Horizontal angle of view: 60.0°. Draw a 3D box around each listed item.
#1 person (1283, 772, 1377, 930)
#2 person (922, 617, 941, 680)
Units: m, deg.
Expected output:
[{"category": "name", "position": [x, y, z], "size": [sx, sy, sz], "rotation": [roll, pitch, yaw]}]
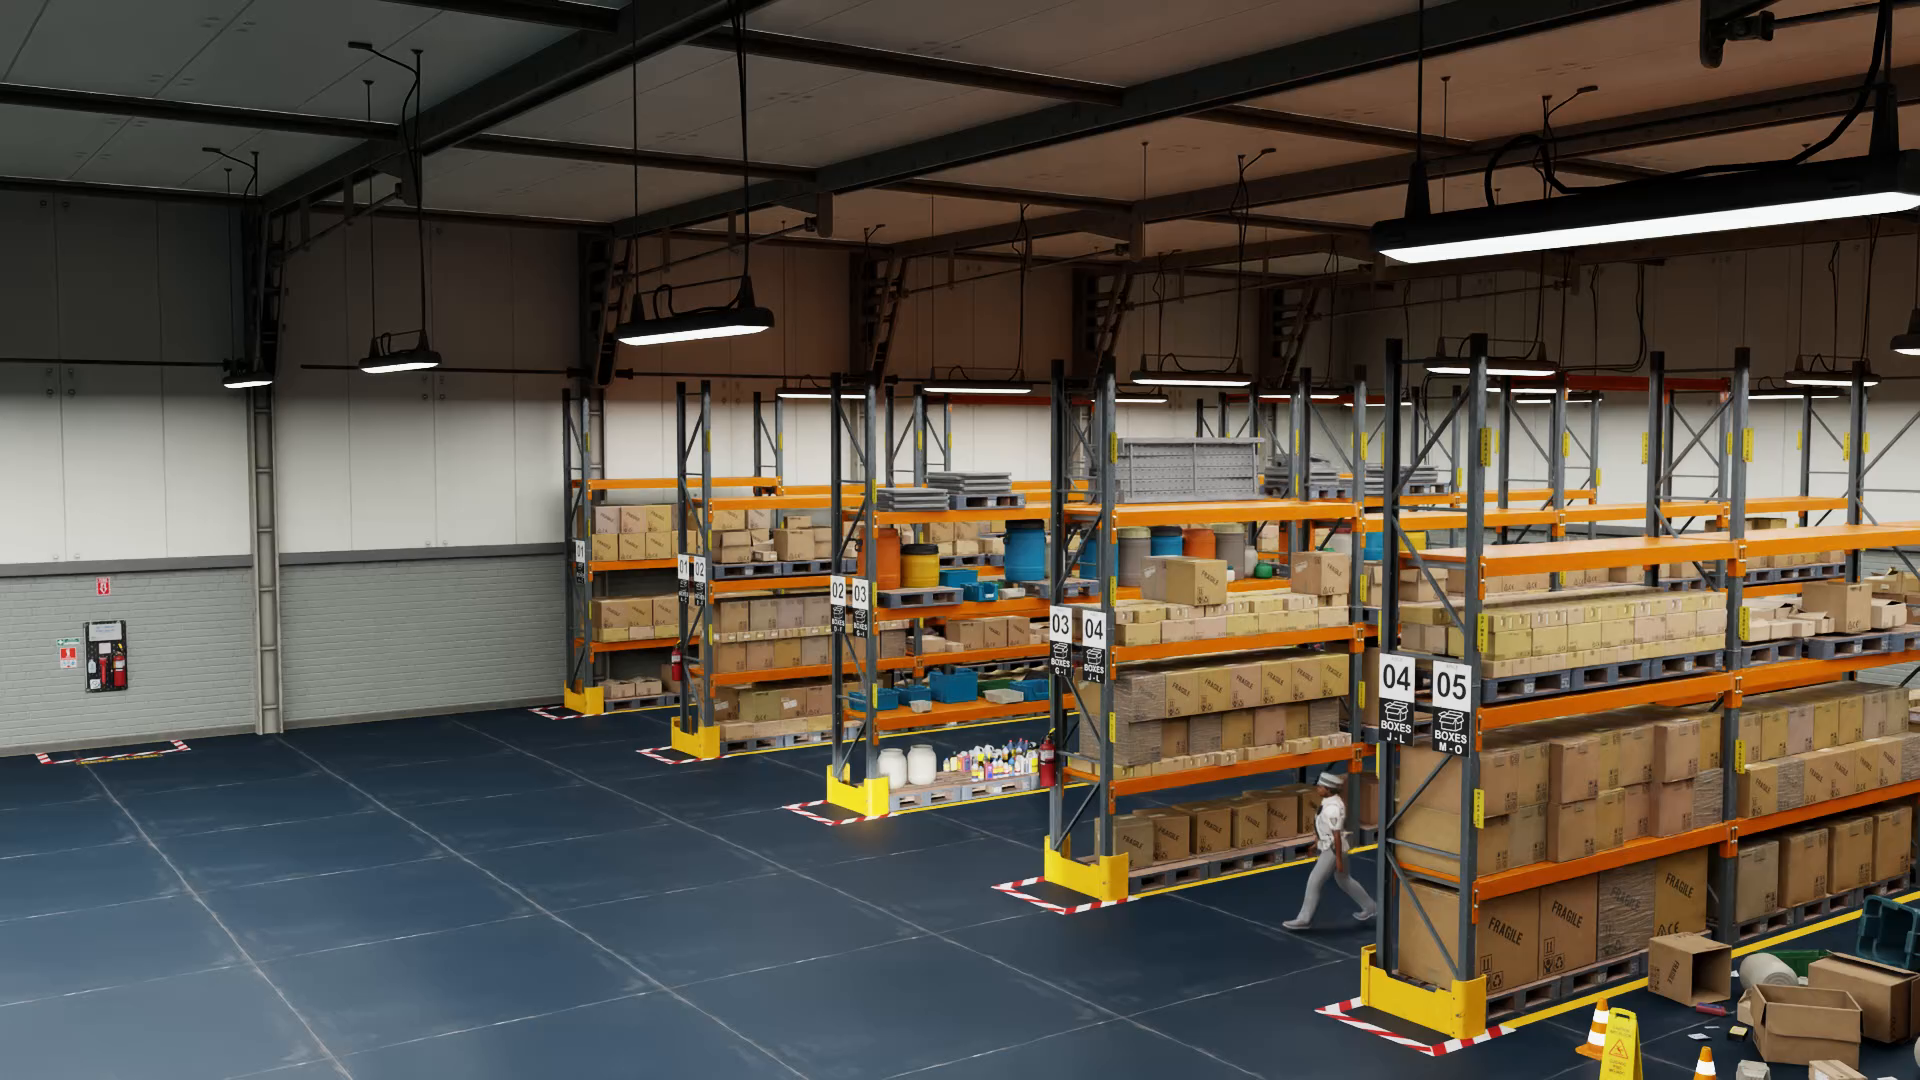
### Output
[{"category": "person", "position": [3.878, 3.219, 17.315], "size": [1.069, 1.620, 0.525], "rotation": [0, 4, -2]}, {"category": "person", "position": [-0.733, 2.260, 31.555], "size": [1.141, 1.700, 0.602], "rotation": [-2, 4, -32]}]
